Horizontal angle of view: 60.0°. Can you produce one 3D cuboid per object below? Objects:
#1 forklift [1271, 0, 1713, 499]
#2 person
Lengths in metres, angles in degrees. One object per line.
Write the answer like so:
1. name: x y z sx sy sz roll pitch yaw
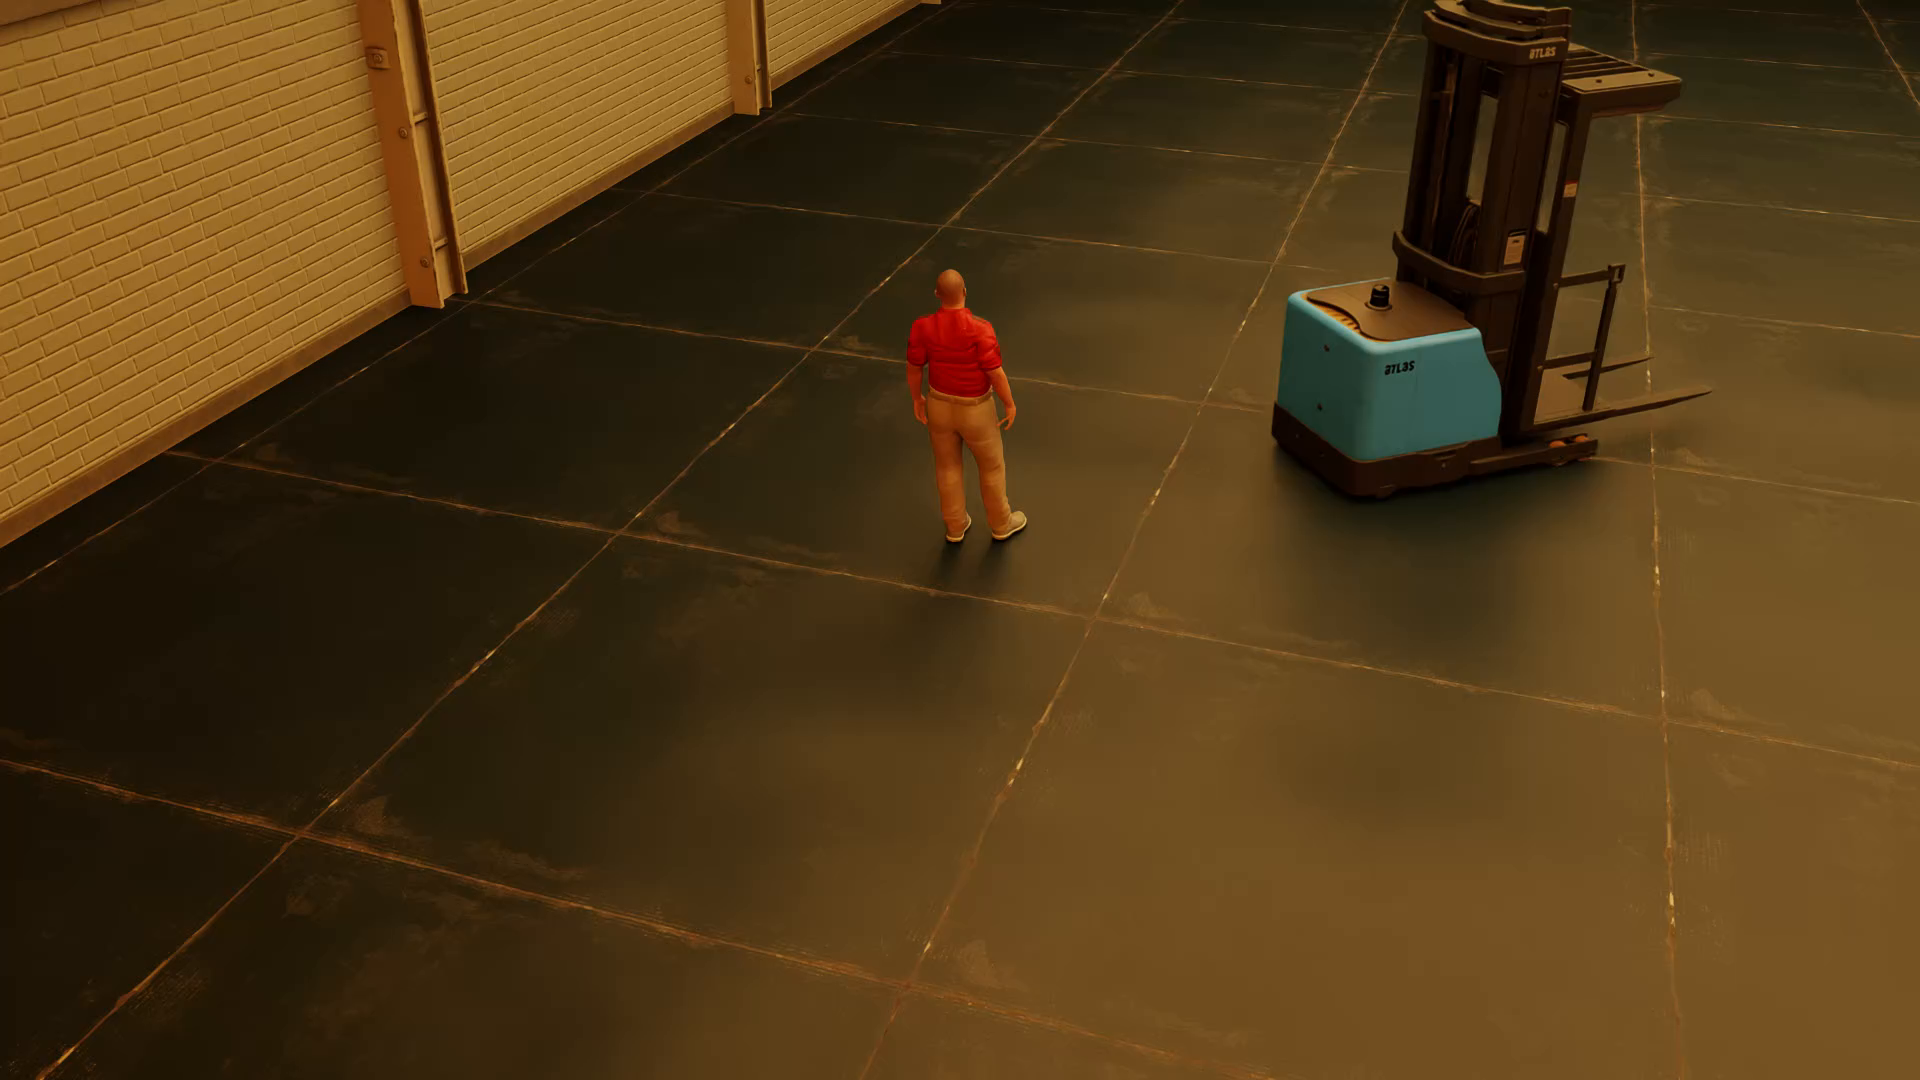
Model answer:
1. forklift: 3.667 -1.989 10.626 3.031 2.935 1.130 -11 32 -19
2. person: 0.040 -0.798 9.735 0.641 1.727 0.550 10 31 16
